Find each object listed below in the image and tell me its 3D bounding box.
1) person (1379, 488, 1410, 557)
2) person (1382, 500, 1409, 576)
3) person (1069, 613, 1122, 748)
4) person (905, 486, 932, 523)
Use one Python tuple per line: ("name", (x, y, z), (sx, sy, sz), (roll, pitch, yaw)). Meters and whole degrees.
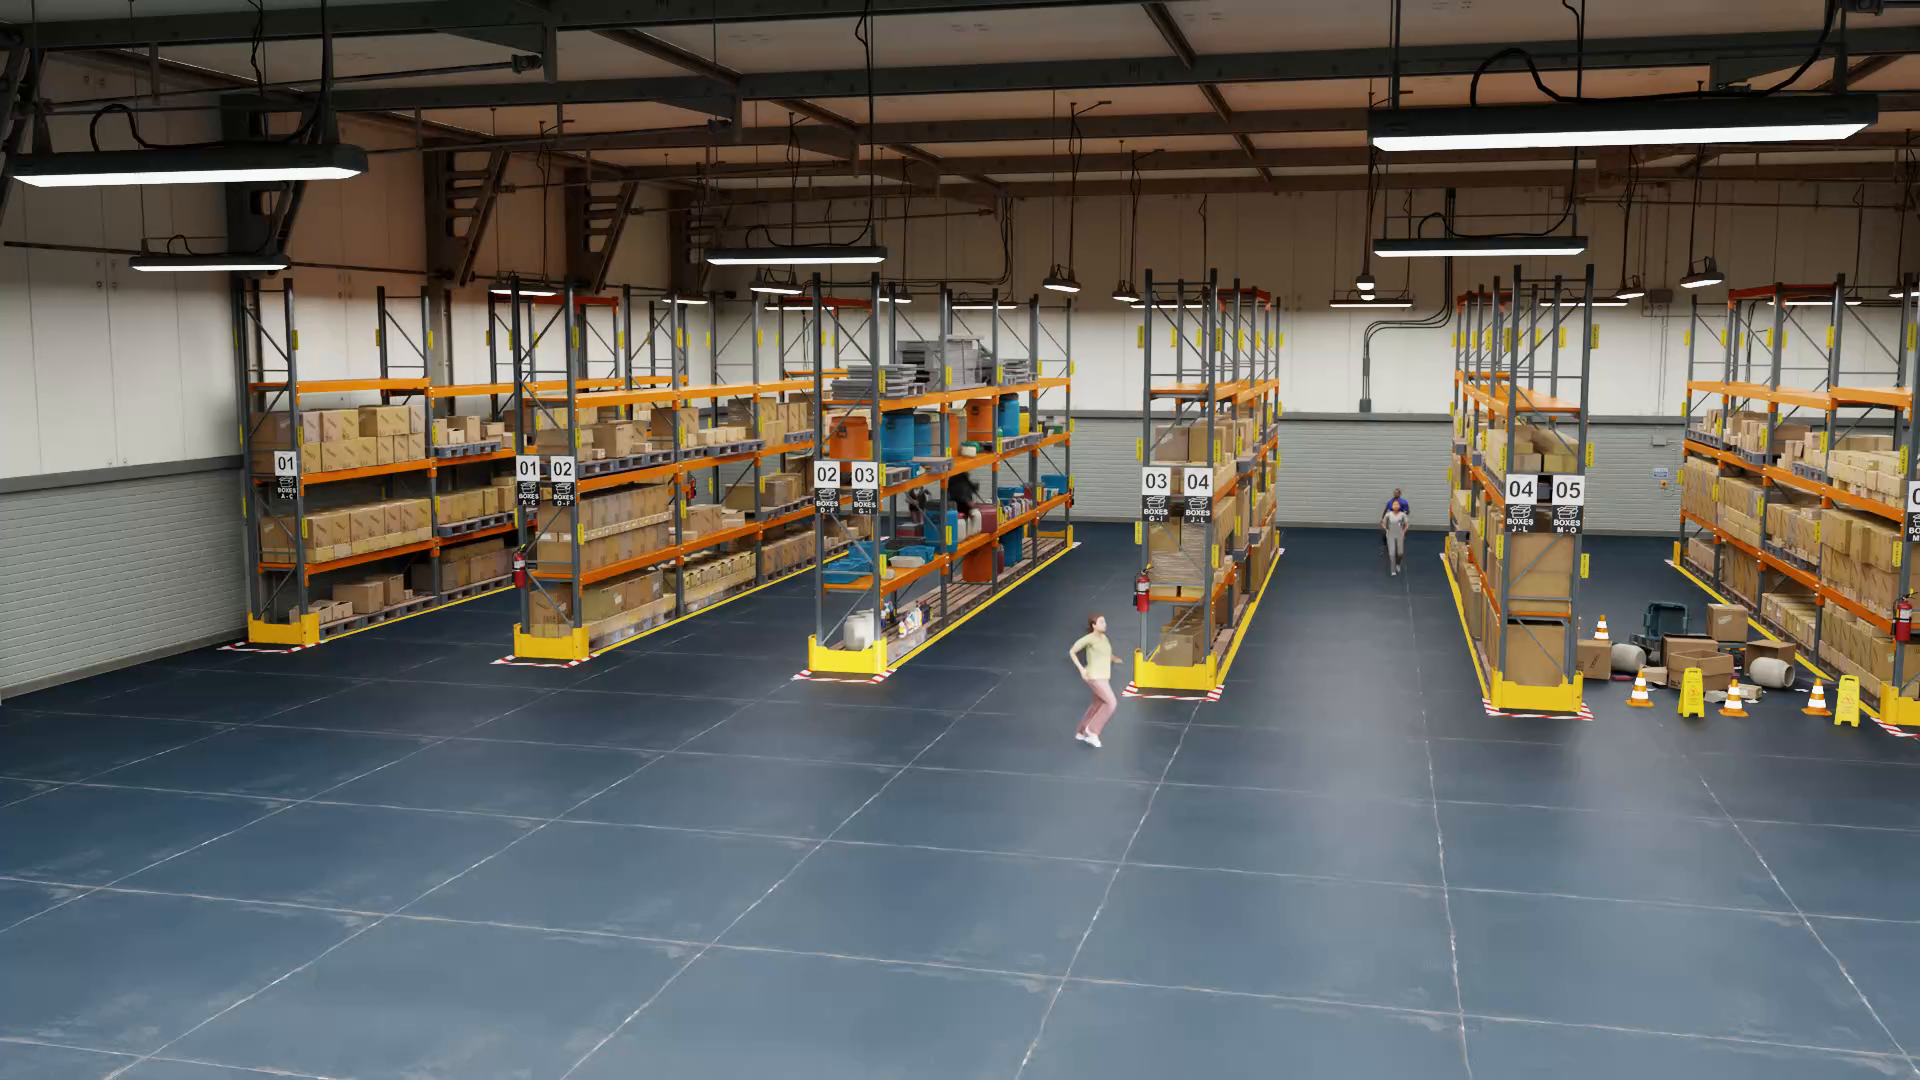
("person", (10.042, -0.420, 38.630), (0.791, 1.587, 0.745), (5, 9, 39))
("person", (9.271, -0.050, 35.426), (0.560, 1.621, 0.581), (2, 7, 13))
("person", (1.707, 1.722, 20.494), (0.656, 1.659, 0.549), (5, 8, 34))
("person", (-1.024, -0.685, 40.500), (0.616, 1.745, 0.681), (1, 7, 8))
